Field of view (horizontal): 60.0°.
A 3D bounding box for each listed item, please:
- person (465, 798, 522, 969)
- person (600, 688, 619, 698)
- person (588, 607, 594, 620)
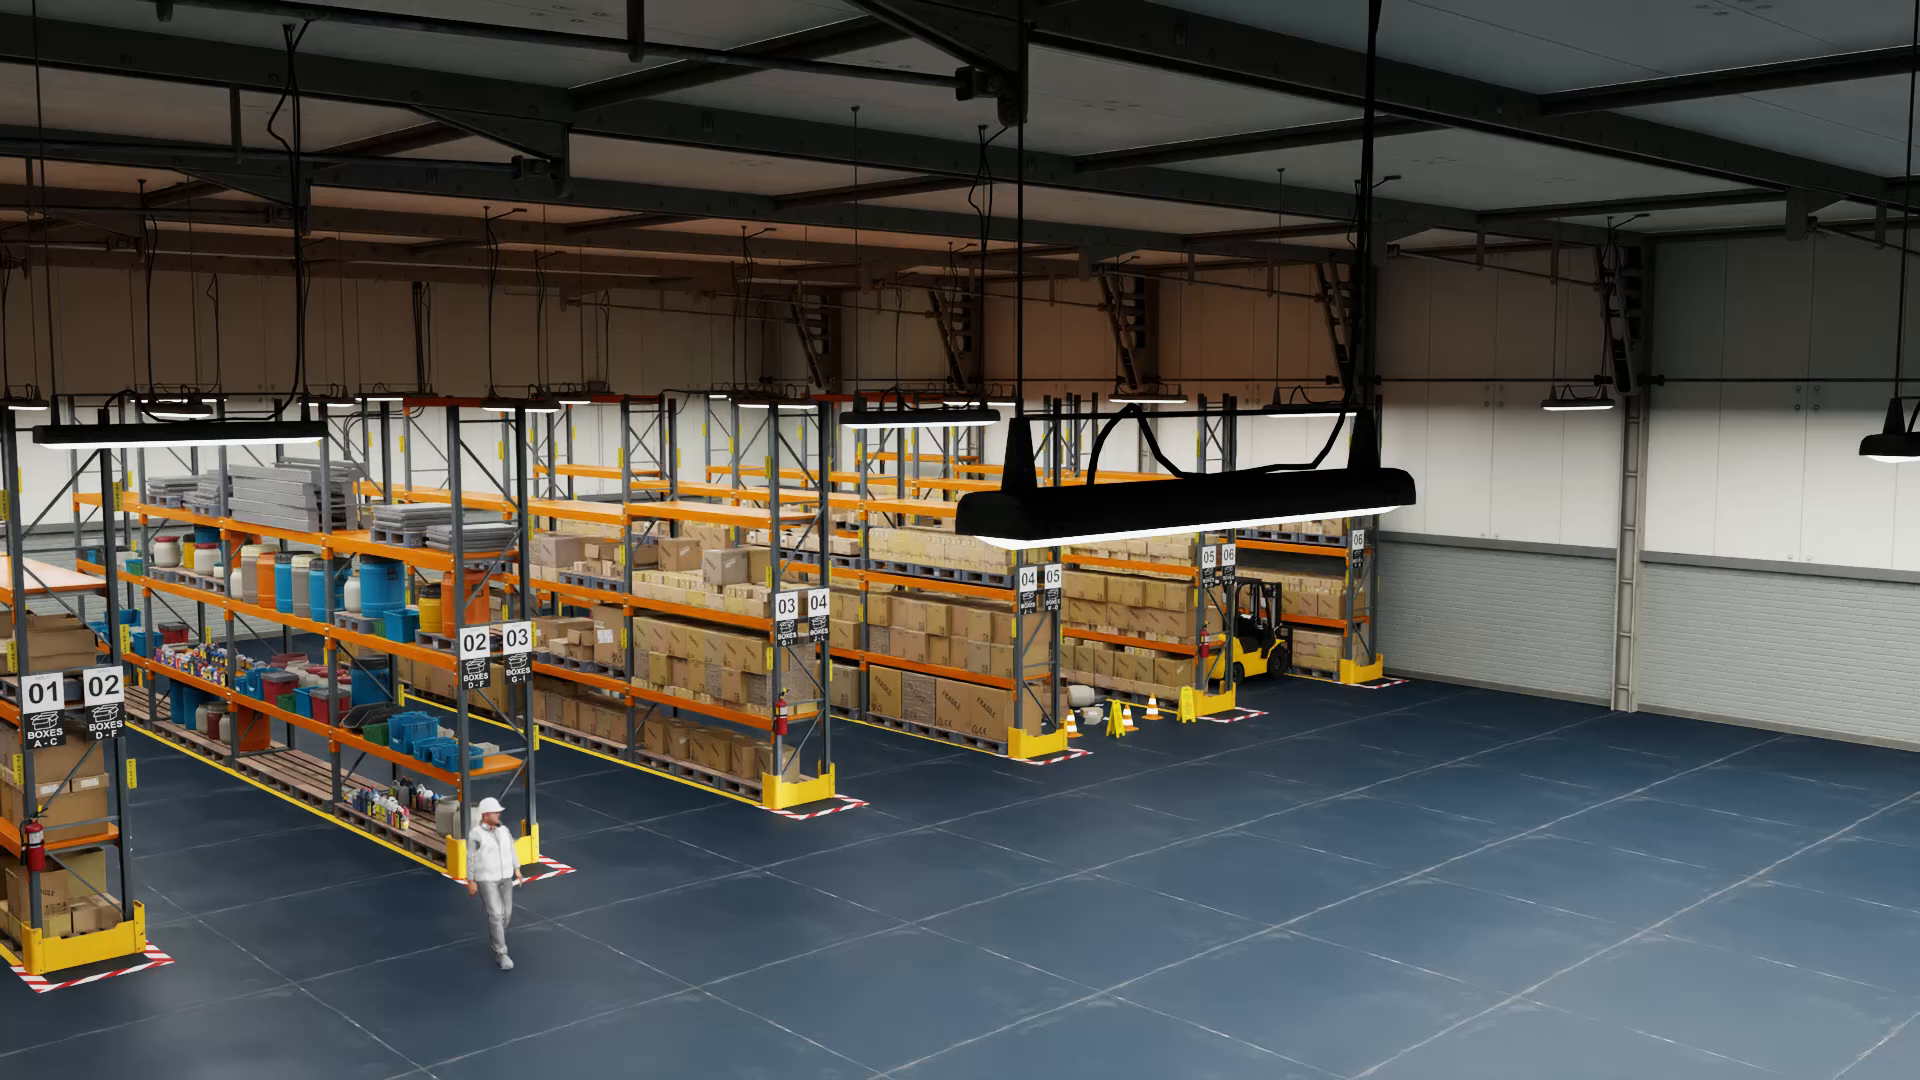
[{"bbox_3d":[-5.008,3.723,18.162,0.762,1.764,0.572,5,7,40],"label":"person"},{"bbox_3d":[-6.779,2.363,31.930,0.595,1.757,0.534,-2,6,-16],"label":"person"},{"bbox_3d":[-7.493,2.189,34.019,0.523,1.656,1.077,-5,7,-39],"label":"person"}]
